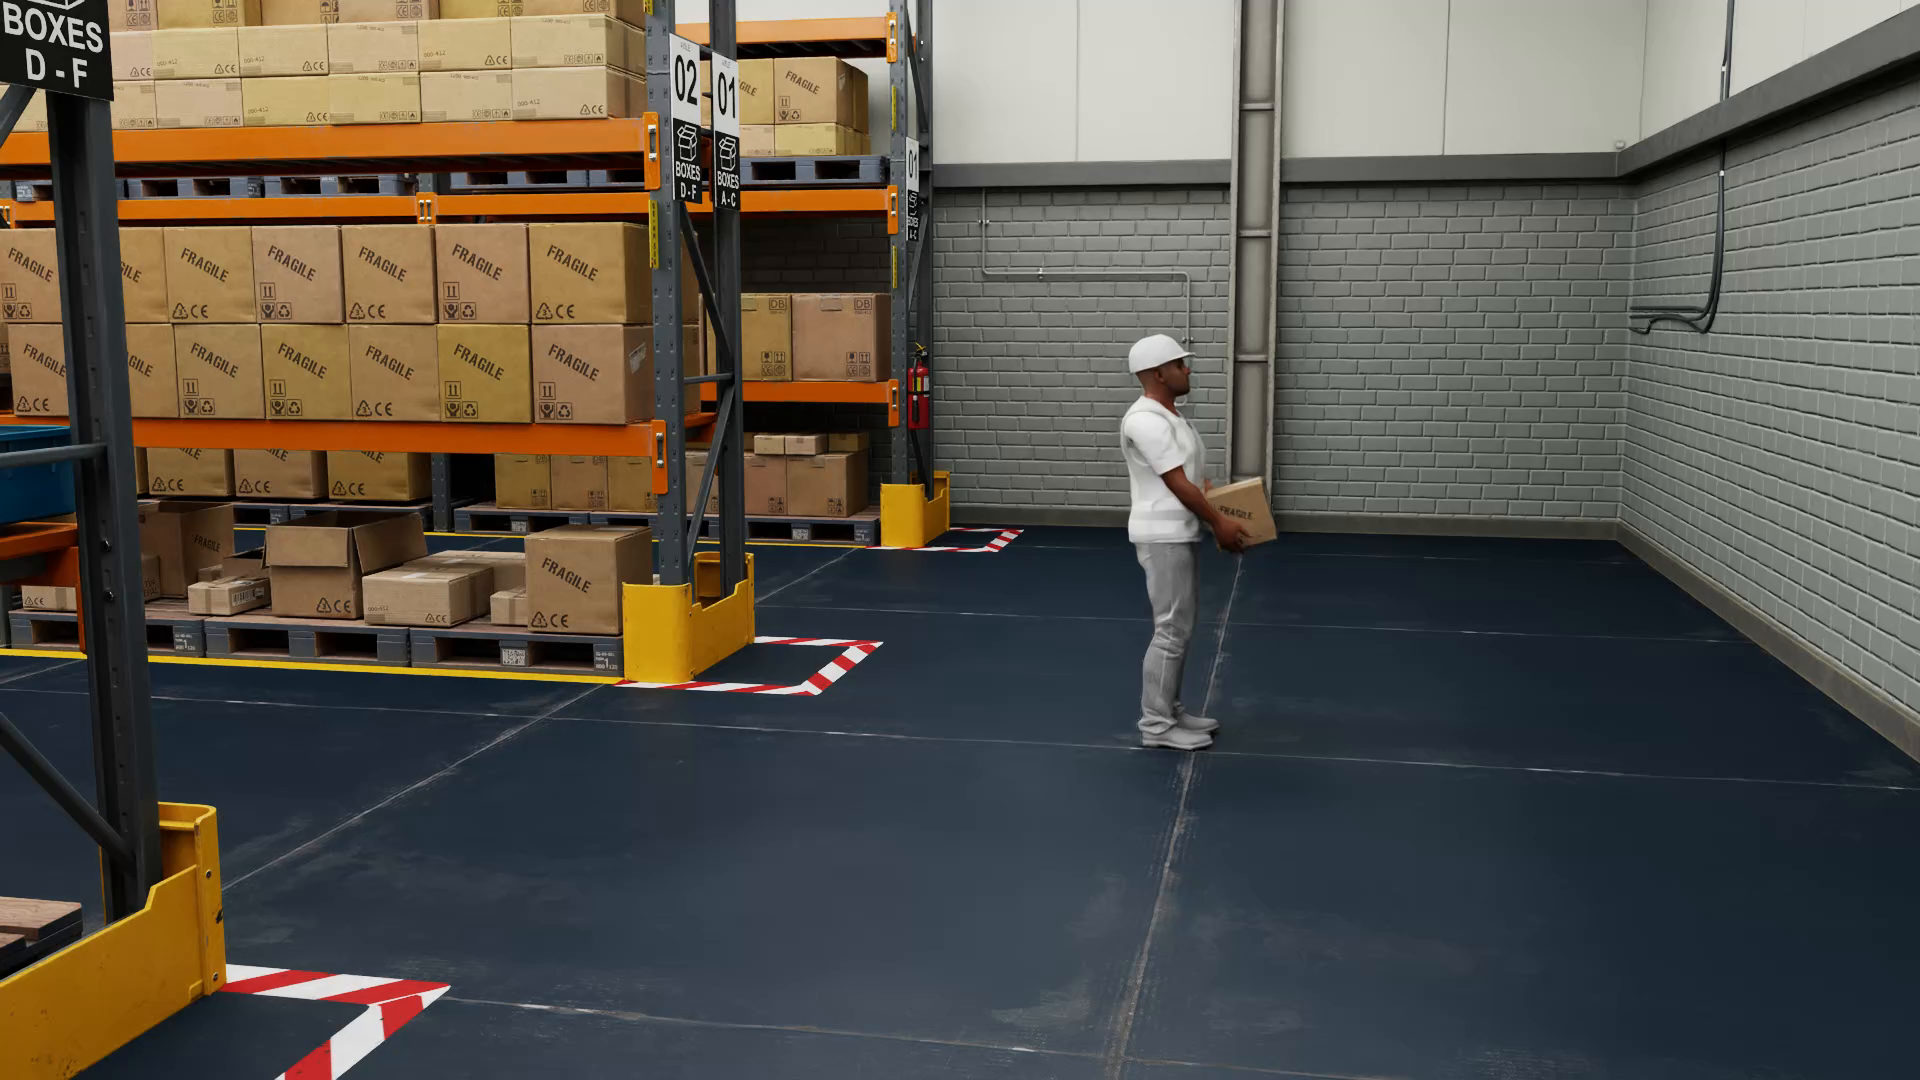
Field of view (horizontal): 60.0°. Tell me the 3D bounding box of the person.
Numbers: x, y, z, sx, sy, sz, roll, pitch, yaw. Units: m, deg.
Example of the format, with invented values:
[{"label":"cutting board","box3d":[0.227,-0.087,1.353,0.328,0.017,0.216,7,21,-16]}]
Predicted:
[{"label":"person","box3d":[0.994,0.002,7.200,0.571,1.770,0.516,2,8,16]}]
